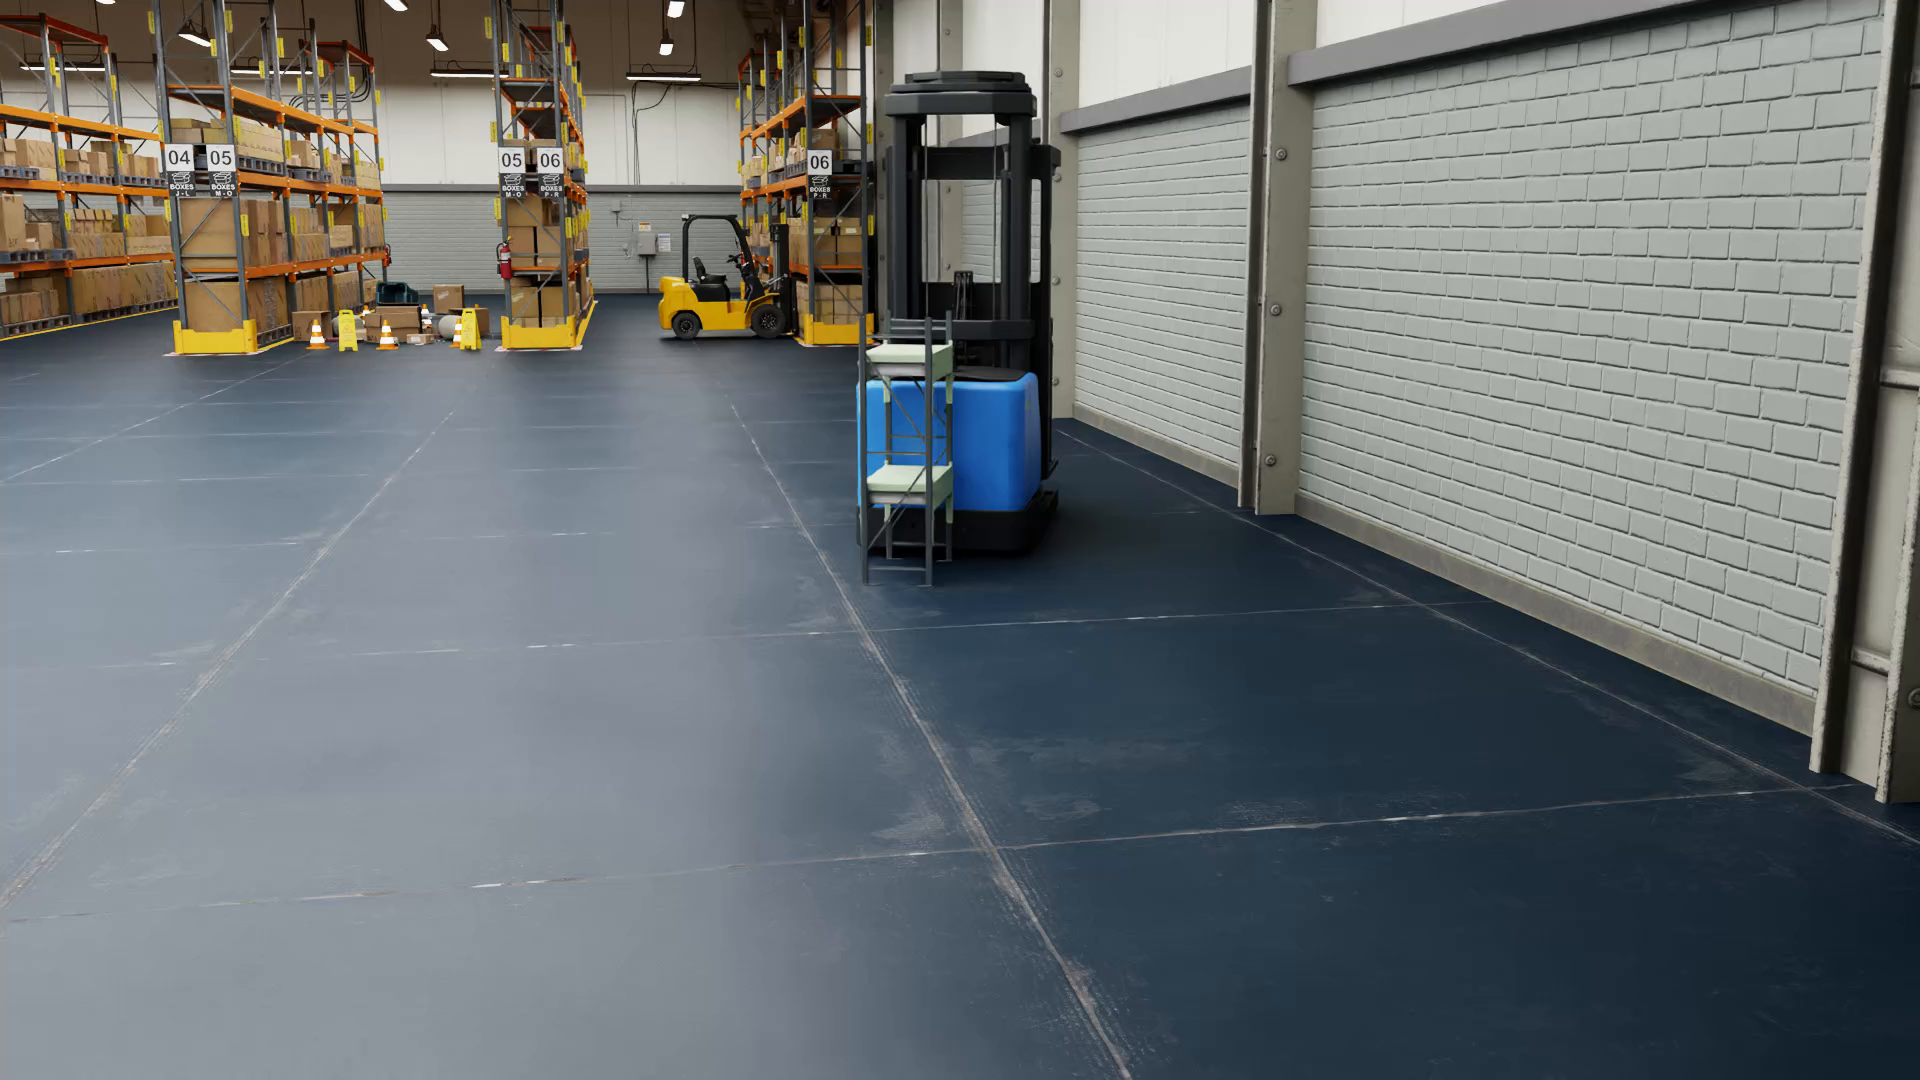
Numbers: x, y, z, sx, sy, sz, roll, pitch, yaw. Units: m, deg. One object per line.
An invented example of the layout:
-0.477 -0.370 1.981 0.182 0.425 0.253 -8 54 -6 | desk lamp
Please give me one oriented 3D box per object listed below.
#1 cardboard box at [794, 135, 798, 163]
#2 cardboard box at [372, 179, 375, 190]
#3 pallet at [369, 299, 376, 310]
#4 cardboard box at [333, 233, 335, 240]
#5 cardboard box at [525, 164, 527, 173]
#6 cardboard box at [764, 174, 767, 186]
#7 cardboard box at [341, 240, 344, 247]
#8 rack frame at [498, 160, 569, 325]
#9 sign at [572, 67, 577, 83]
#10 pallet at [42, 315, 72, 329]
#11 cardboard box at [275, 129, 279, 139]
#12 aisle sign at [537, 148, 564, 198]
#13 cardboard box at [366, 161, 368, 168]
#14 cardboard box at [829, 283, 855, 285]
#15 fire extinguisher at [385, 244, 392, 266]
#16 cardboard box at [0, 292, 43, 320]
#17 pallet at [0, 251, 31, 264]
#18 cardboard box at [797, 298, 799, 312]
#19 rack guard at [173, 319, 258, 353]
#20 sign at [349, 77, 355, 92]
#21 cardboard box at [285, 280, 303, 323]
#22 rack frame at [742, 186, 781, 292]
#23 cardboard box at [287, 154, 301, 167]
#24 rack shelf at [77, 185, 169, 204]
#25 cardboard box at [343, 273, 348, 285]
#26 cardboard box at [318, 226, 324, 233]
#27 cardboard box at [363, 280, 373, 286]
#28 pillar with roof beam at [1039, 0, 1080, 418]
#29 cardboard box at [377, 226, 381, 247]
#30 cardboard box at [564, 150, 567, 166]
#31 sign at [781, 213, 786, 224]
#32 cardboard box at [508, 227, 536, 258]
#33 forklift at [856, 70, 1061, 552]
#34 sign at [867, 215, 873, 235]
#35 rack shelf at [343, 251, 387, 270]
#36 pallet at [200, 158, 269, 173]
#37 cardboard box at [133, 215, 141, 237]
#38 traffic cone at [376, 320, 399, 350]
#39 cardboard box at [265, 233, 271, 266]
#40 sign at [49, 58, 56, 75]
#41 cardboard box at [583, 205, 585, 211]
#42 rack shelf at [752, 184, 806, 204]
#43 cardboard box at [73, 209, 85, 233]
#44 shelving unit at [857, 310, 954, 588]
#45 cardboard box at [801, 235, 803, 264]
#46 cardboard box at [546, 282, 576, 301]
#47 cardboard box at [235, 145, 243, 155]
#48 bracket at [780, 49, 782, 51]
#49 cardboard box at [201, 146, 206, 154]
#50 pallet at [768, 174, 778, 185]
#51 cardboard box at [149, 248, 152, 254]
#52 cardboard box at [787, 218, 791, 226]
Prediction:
-2.561 -6.983 29.674 0.797 0.503 0.637 -2 11 -9 | cardboard box
-14.336 -8.527 39.853 0.500 0.250 0.500 -2 11 -9 | cardboard box
-14.502 -5.628 39.703 1.003 0.211 1.213 -2 11 -11 | pallet
-13.375 -6.388 34.990 0.380 0.149 0.250 -2 11 -11 | cardboard box
-7.270 -6.055 27.137 0.380 0.149 0.250 -2 11 -11 | cardboard box
-3.952 -7.783 35.946 0.500 0.250 0.500 -2 11 -13 | cardboard box
-13.568 -6.431 36.008 0.380 0.149 0.250 -2 11 -9 | cardboard box
-6.926 -4.650 27.104 1.000 3.000 0.127 -2 11 -11 | rack frame
-7.952 -9.583 34.270 0.100 0.325 0.005 -2 11 -11 | sign
-18.053 -4.243 32.426 1.003 0.211 1.213 -2 11 -11 | pallet
-12.107 -7.080 28.999 0.380 0.149 0.250 -2 11 -11 | cardboard box
-6.610 -5.927 26.860 0.394 0.787 0.004 -2 11 -11 | aisle sign
-14.244 -8.894 39.376 0.380 0.149 0.250 -2 11 -13 | cardboard box
-2.067 -4.364 29.160 0.500 0.250 0.500 -2 11 -11 | cardboard box
-14.470 -7.227 41.851 0.296 0.674 0.183 -2 11 -11 | fire extinguisher
-17.816 -4.418 31.393 0.700 0.500 0.500 -1 11 -6 | cardboard box
-17.431 -5.074 29.847 1.003 0.211 1.213 -2 11 -11 | pallet
-2.668 -4.196 29.615 0.500 0.250 0.500 -2 11 -12 | cardboard box
-11.758 -3.219 26.271 1.175 0.500 0.348 -2 11 -11 | rack guard
-13.553 -10.157 37.072 0.100 0.325 0.005 -2 11 -11 | sign
-12.749 -4.397 30.667 1.050 0.750 0.750 -2 11 -11 | cardboard box
-5.170 -7.765 43.473 1.000 3.000 0.127 -2 11 -11 | rack frame
-12.696 -7.199 31.442 0.396 0.266 0.258 -2 11 -11 | cardboard box
-19.370 -7.977 38.487 1.077 0.370 4.000 -2 11 -11 | rack shelf
-13.397 -5.585 35.572 0.500 0.250 0.500 -2 11 -11 | cardboard box
-13.219 -6.386 34.184 0.380 0.149 0.250 -2 11 -11 | cardboard box
-14.318 -6.155 39.925 0.380 0.149 0.250 -3 11 -13 | cardboard box
-3.198 -5.581 15.952 9.100 9.000 0.400 -2 11 -11 | pillar with roof beam
-14.439 -7.413 40.560 0.500 0.500 0.500 -2 11 -12 | cardboard box
-6.851 -6.390 27.832 0.500 0.250 0.500 -2 11 -12 | cardboard box
-3.367 -6.073 31.696 0.100 0.325 0.005 -2 11 -11 | sign
-7.302 -4.935 27.537 0.500 0.500 0.500 -2 11 -12 | cardboard box
0.093 -1.597 11.247 1.130 2.935 3.031 2 11 8 | forklift
-1.513 -5.314 28.067 0.100 0.325 0.005 -2 11 -11 | sign
-14.485 -6.665 39.618 1.077 0.370 4.000 -2 11 -11 | rack shelf
-12.157 -6.241 27.679 1.003 0.211 1.213 -2 11 -11 | pallet
-18.912 -7.119 37.676 0.500 0.500 0.500 -2 11 -11 | cardboard box
-9.298 -3.333 26.969 0.336 0.463 0.334 -2 11 -11 | traffic cone
-12.137 -4.894 27.987 0.875 0.550 0.500 -2 11 -11 | cardboard box
-17.673 -9.223 32.376 0.100 0.325 0.005 -2 11 -11 | sign
-9.566 -8.295 41.577 0.380 0.149 0.250 -2 11 -12 | cardboard box
-4.003 -7.785 37.478 1.077 0.370 4.000 -2 11 -11 | rack shelf
-18.453 -6.553 34.152 0.797 0.503 0.637 -2 11 -10 | cardboard box
-0.299 -0.543 9.538 0.431 1.500 0.755 2 11 8 | shelving unit
-2.503 -5.056 28.972 0.500 0.500 0.500 -2 11 -9 | cardboard box
-7.225 -4.415 30.097 0.500 0.500 0.500 -2 11 -10 | cardboard box
-11.514 -6.131 26.146 0.380 0.149 0.250 -2 11 -11 | cardboard box
-4.573 -12.443 42.379 0.076 0.066 4.783 -2 11 -11 | bracket
-12.258 -6.199 26.501 0.380 0.149 0.250 -2 11 -10 | cardboard box
-3.394 -7.558 34.865 1.213 0.211 1.003 -2 11 -8 | pallet
-19.017 -6.719 38.647 0.380 0.149 0.250 -2 11 -13 | cardboard box
-3.065 -6.009 31.448 0.380 0.149 0.250 -2 11 -10 | cardboard box
